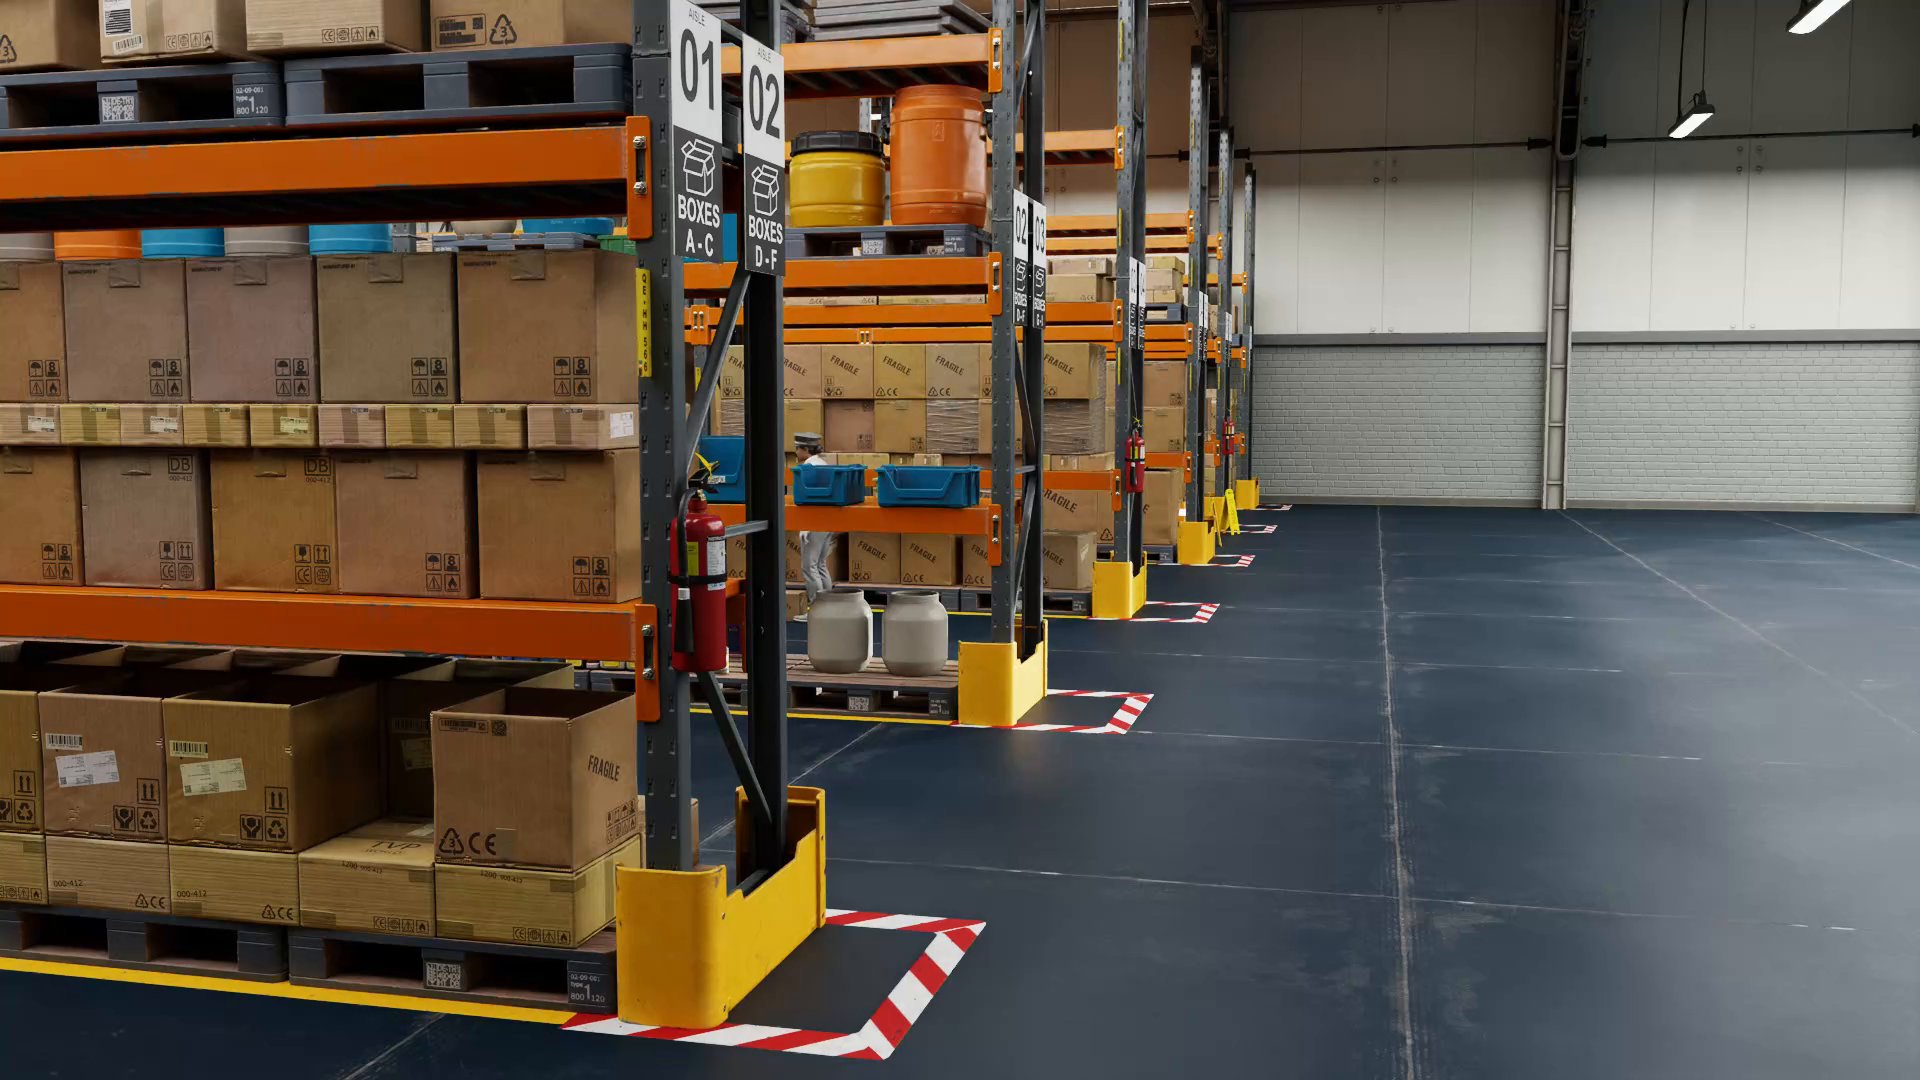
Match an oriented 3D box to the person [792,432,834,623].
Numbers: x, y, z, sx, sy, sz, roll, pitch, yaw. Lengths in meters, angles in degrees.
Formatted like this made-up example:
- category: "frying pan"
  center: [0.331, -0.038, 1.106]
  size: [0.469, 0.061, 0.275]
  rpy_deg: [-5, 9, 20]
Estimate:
- category: "person"
  center: [-1.277, -0.117, 14.622]
  size: [0.378, 1.663, 0.525]
  rpy_deg: [1, 5, 12]
